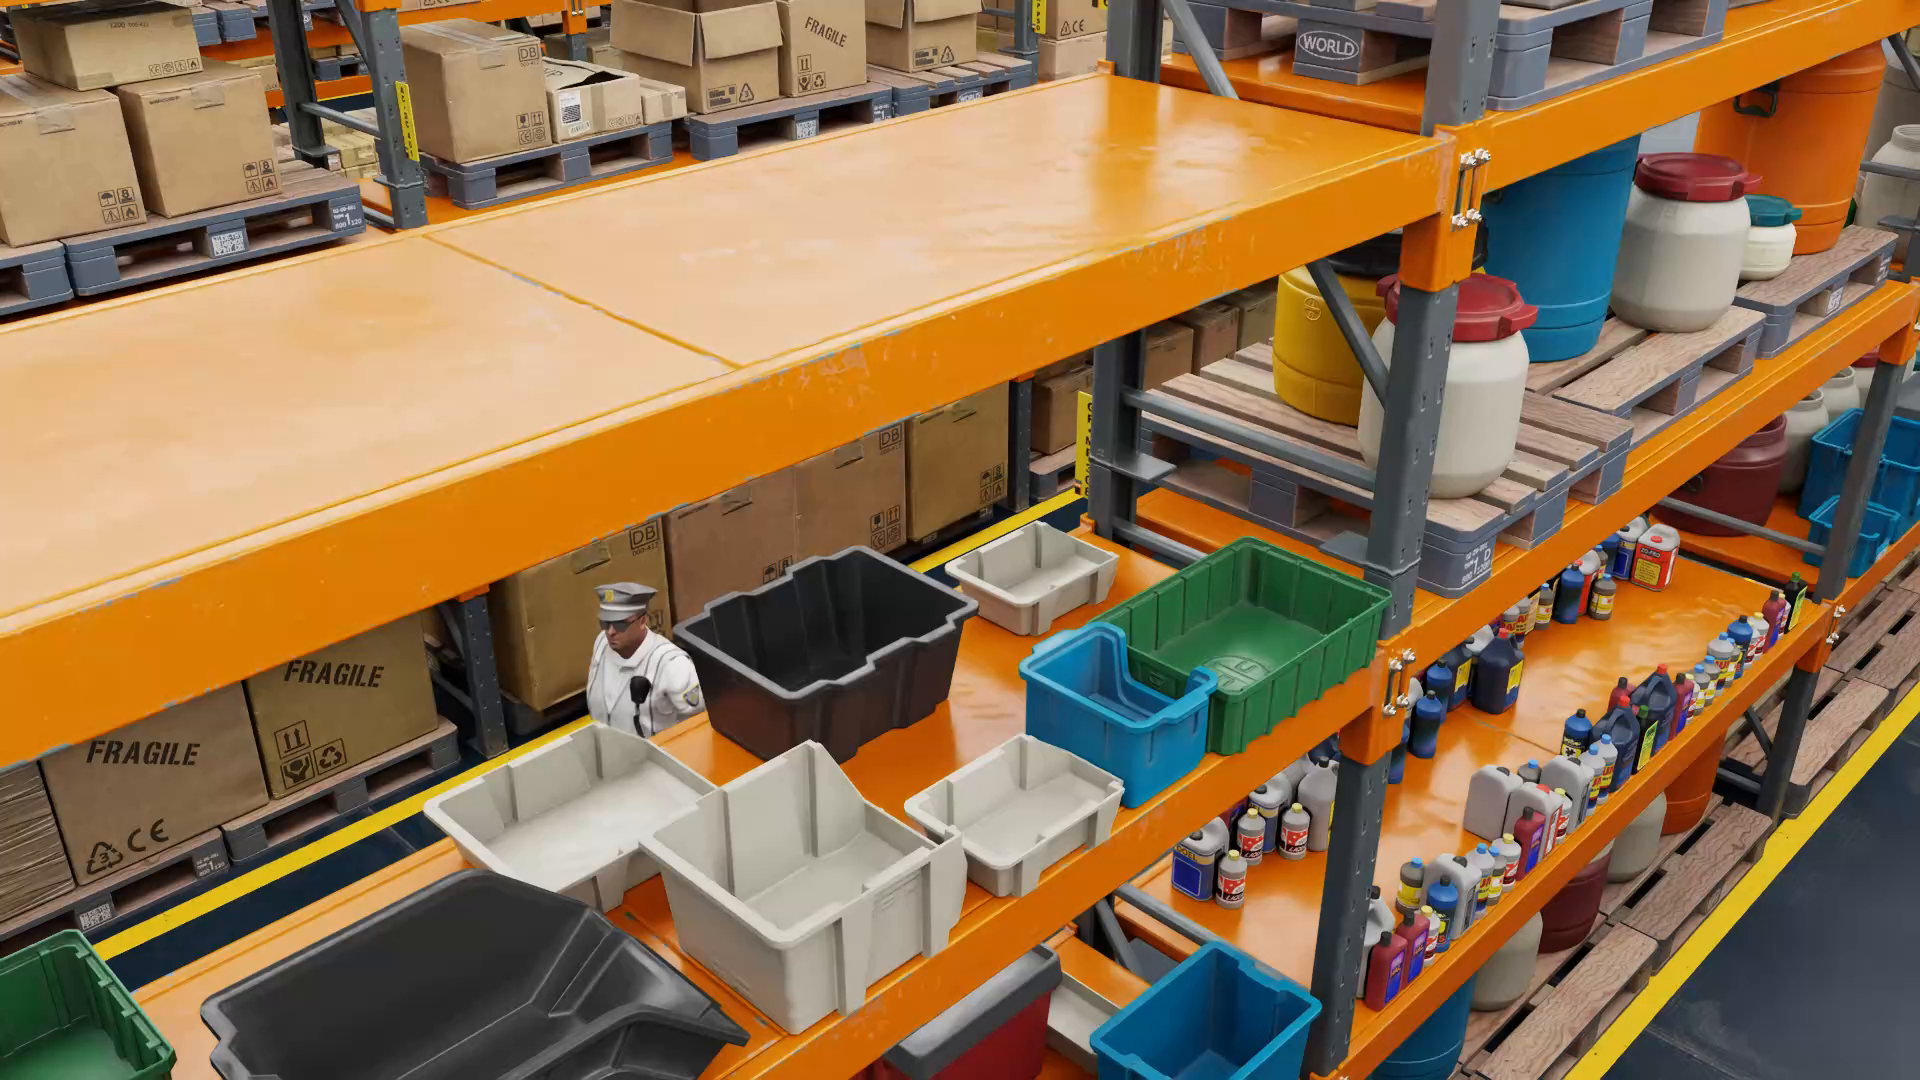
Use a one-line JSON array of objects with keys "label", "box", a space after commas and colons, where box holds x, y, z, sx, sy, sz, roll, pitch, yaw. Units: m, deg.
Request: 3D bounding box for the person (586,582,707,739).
[{"label": "person", "box": [-1.278, 0.927, 7.048, 0.579, 1.759, 0.509, 18, 33, 31]}]
